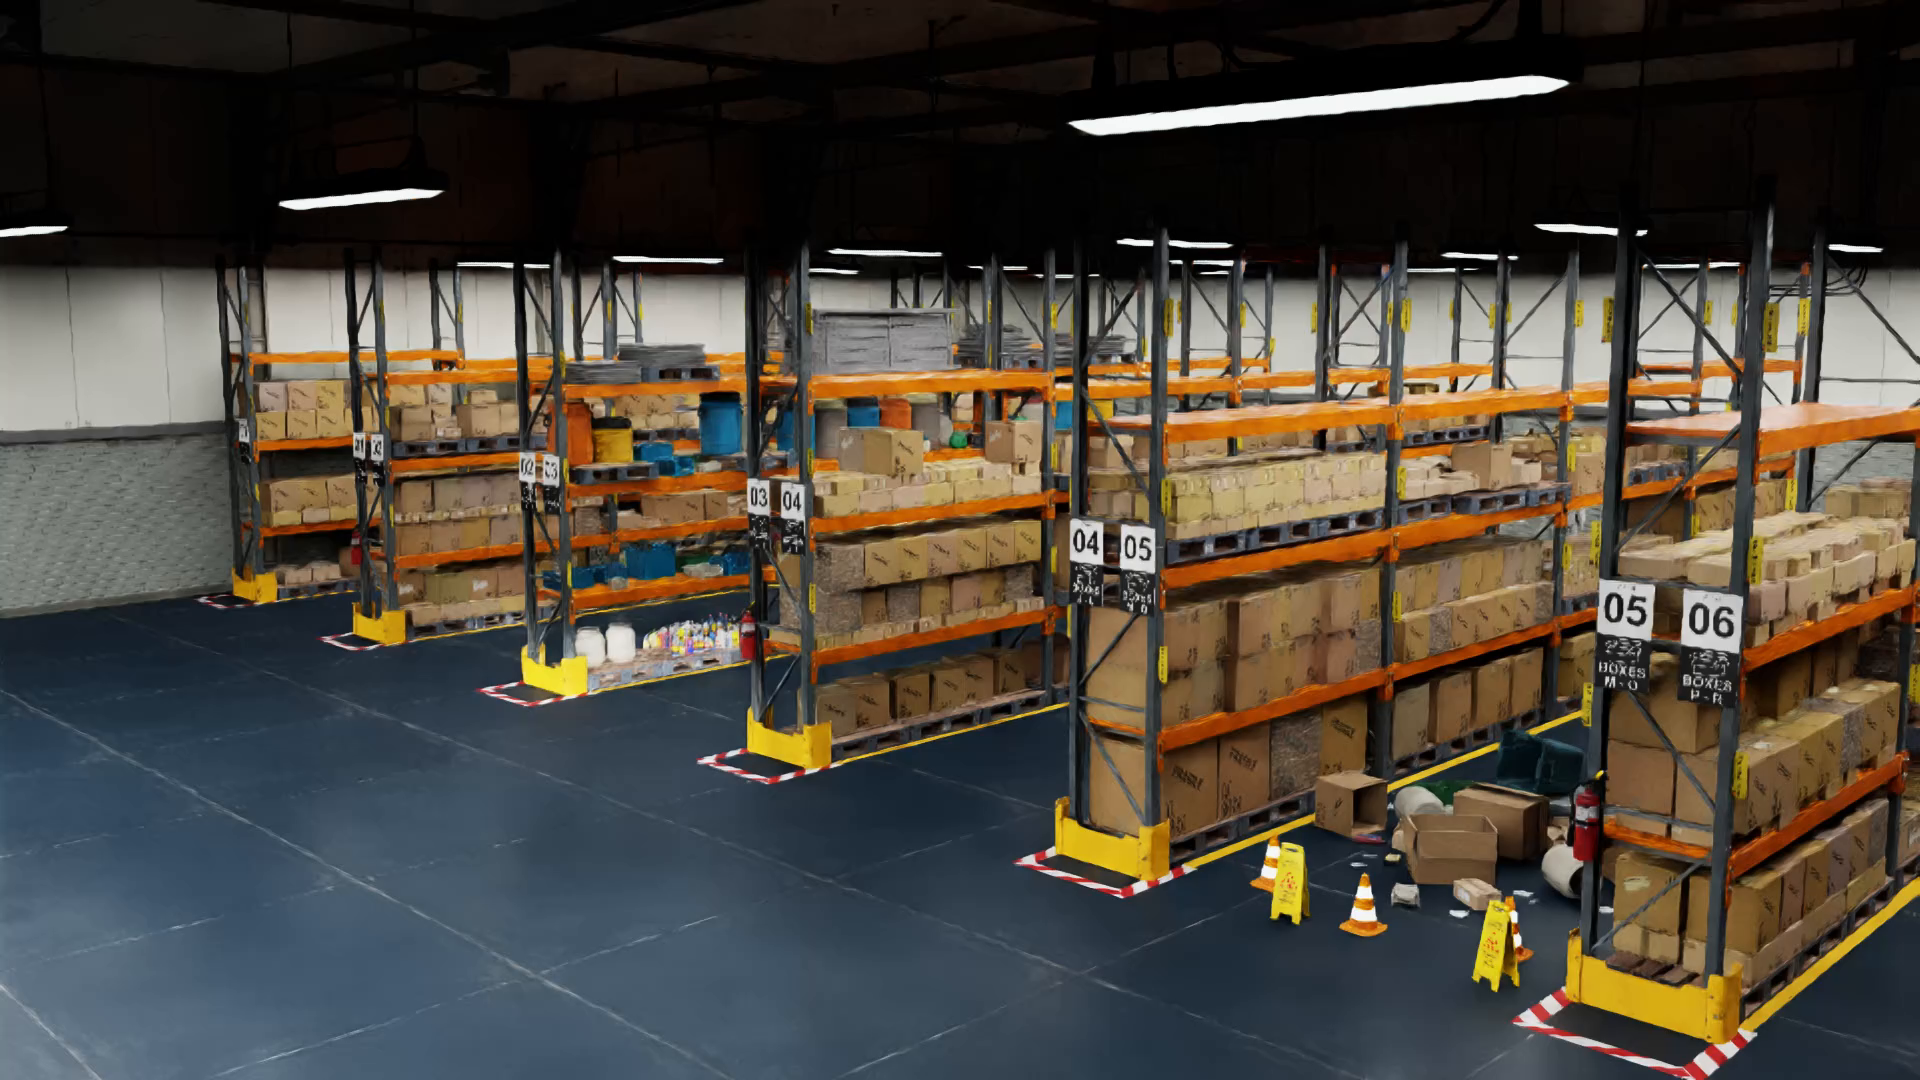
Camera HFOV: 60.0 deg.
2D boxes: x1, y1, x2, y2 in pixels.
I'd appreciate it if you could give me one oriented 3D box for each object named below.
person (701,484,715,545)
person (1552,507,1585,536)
[{"bbox_3d":[-5.127,-0.446,33.982,0.372,1.737,0.526,3,9,19],"label":"person"},{"bbox_3d":[12.134,-0.323,33.113,0.643,1.608,0.794,4,9,27],"label":"person"}]
